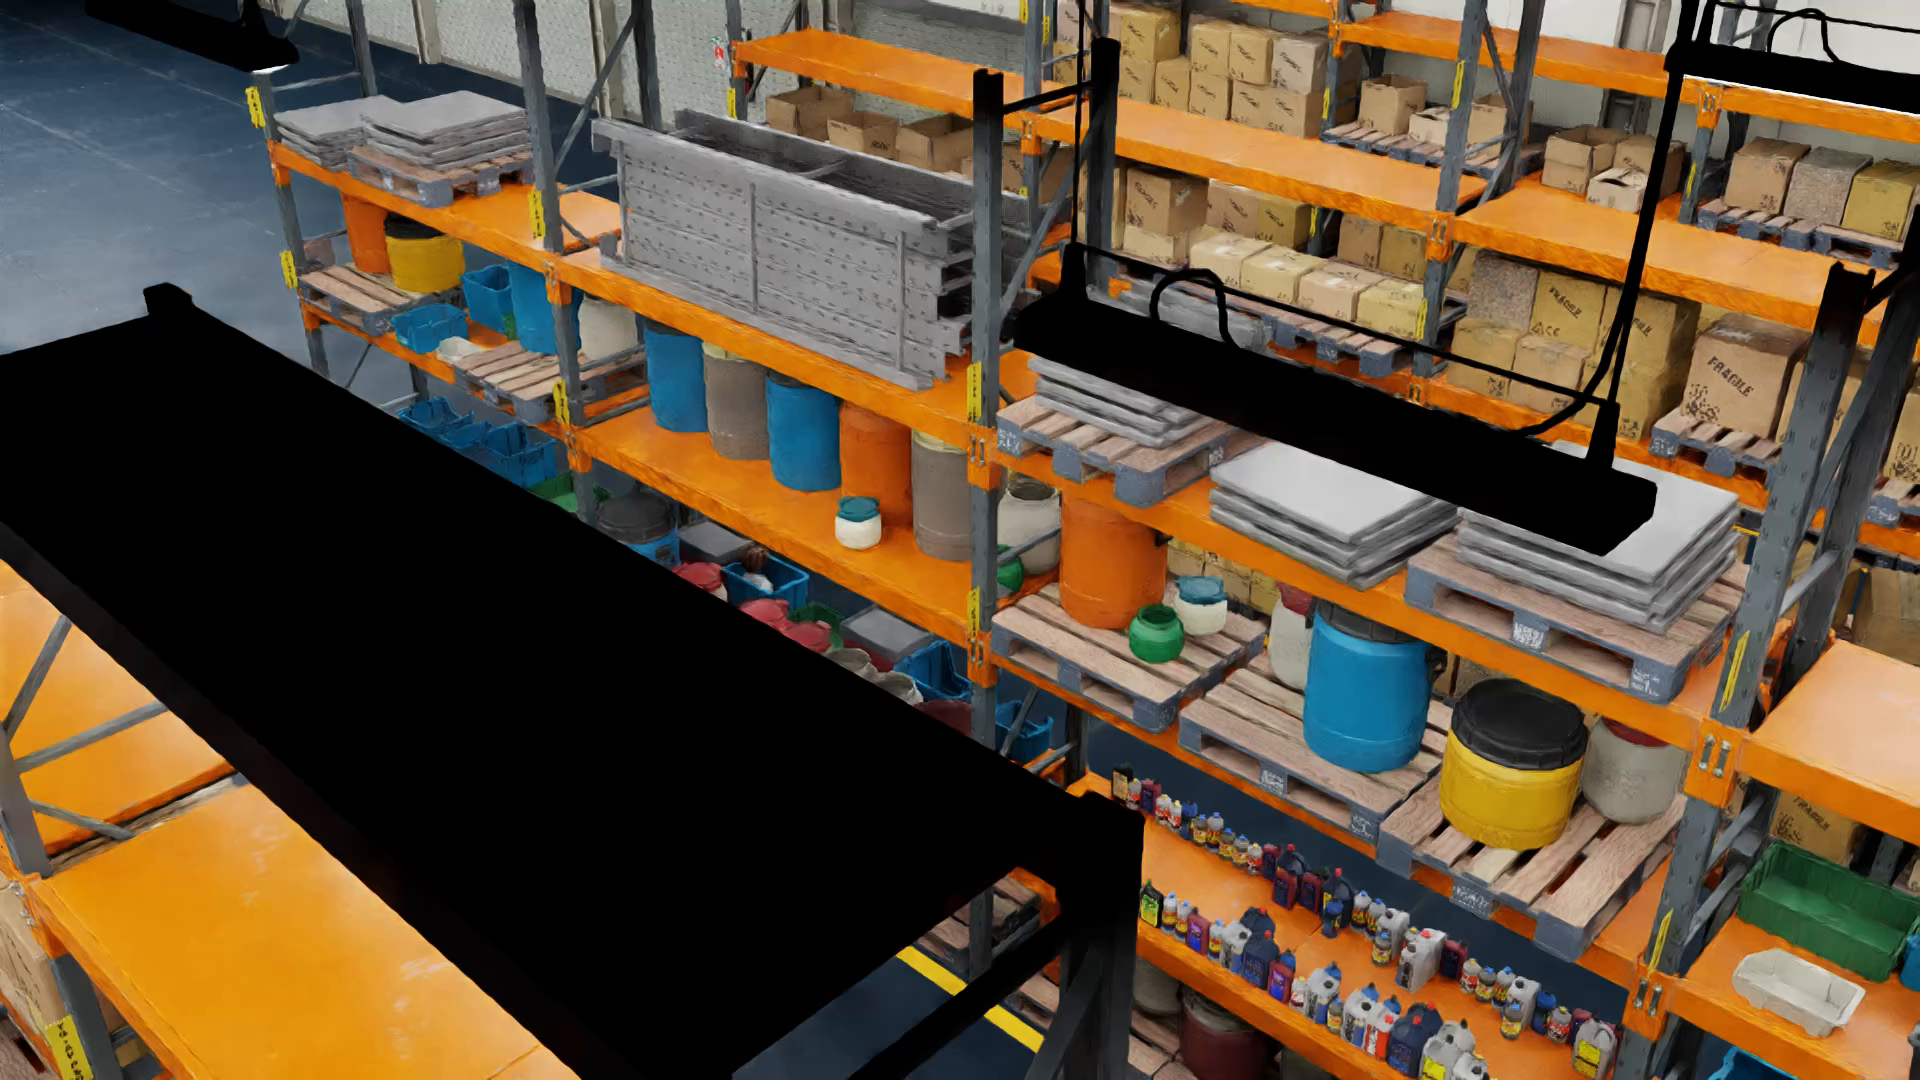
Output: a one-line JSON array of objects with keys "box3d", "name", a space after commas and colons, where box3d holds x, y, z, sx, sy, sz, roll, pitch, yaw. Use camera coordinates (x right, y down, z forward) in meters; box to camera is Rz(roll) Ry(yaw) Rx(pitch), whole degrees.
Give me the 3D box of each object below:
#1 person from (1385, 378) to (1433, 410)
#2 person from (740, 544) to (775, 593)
[{"box3d": [4.619, -1.487, 17.110, 1.037, 1.707, 0.535, 19, 34, 30], "name": "person"}, {"box3d": [-1.597, 0.730, 12.874, 0.578, 1.586, 0.562, 16, 33, 26], "name": "person"}]
